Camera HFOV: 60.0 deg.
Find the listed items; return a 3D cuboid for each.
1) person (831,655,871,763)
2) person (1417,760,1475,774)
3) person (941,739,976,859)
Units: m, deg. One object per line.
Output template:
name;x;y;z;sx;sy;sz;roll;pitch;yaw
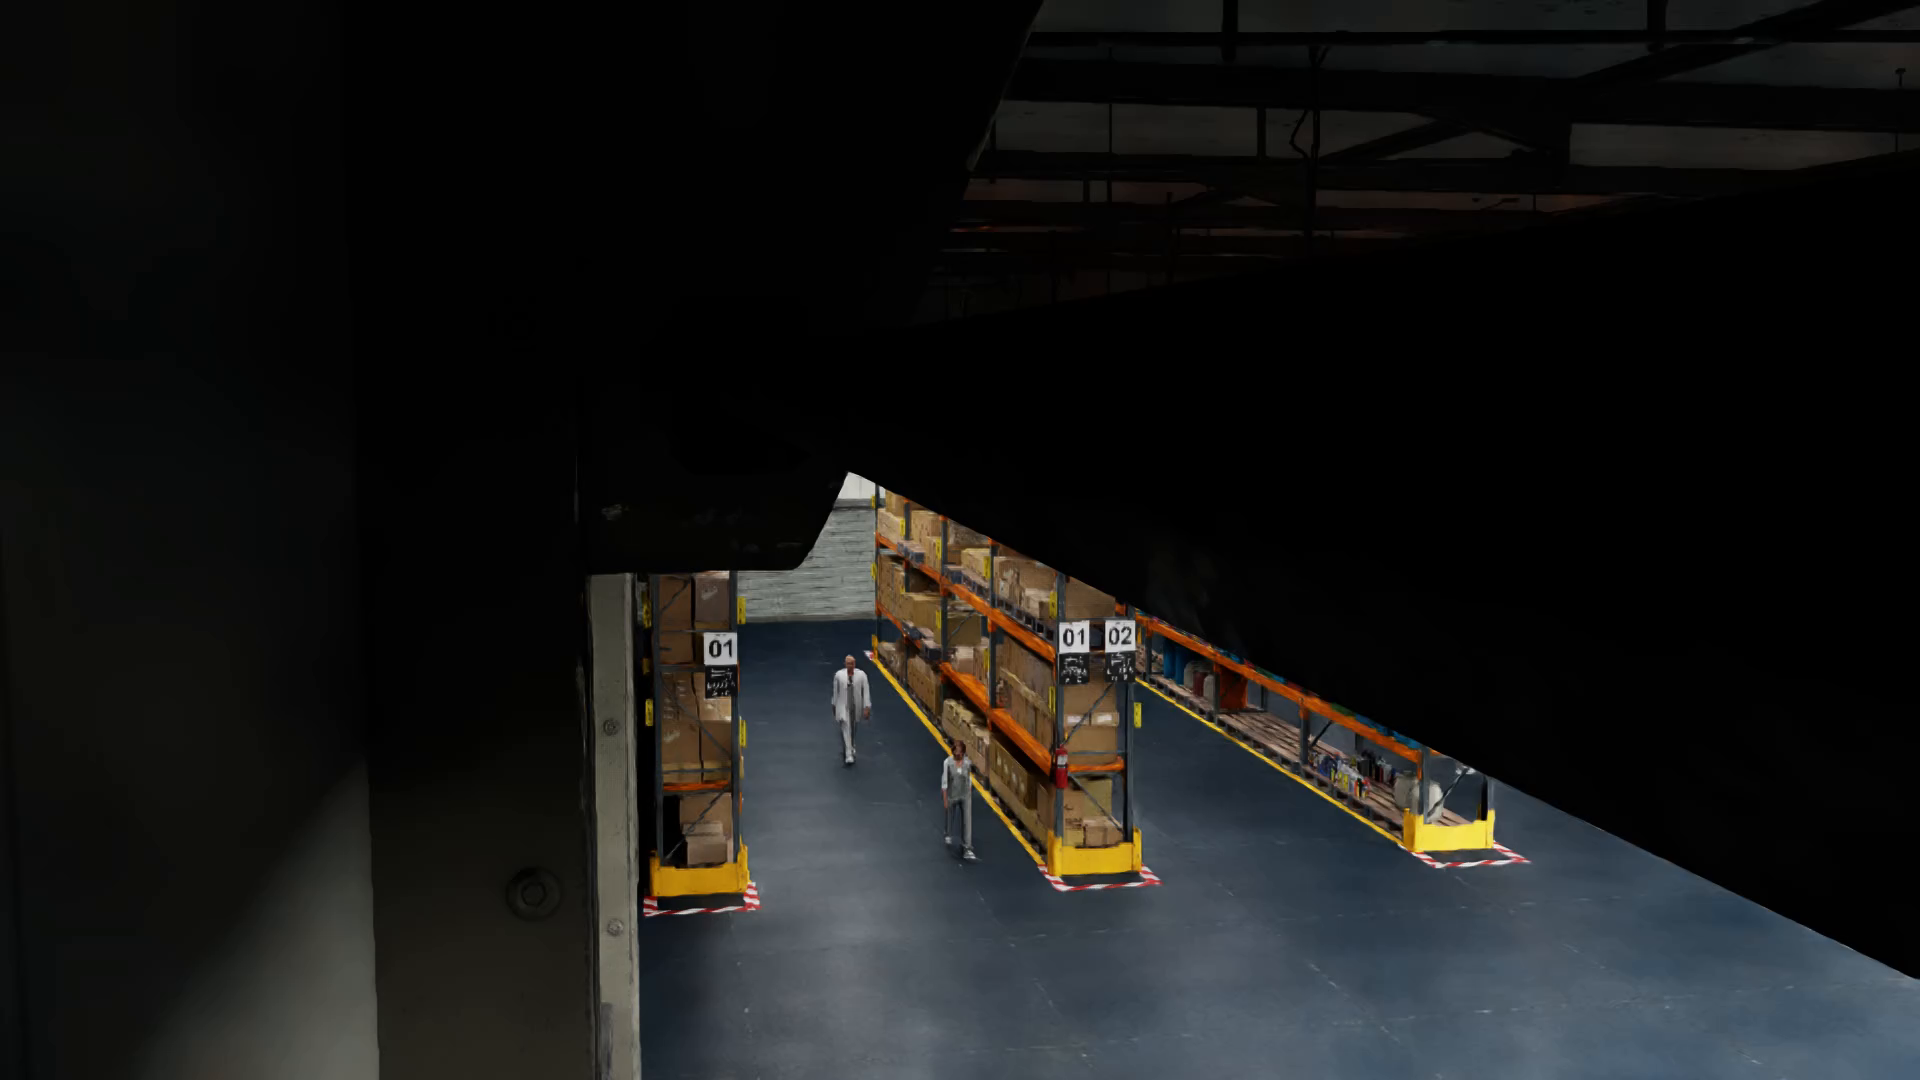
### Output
person;-1.758;2.704;26.951;0.600;1.725;1.110;-1;6;-12
person;7.588;2.851;26.050;0.609;1.604;0.814;-3;7;-27
person;-0.045;3.336;21.715;0.417;1.517;1.036;-1;6;-8
